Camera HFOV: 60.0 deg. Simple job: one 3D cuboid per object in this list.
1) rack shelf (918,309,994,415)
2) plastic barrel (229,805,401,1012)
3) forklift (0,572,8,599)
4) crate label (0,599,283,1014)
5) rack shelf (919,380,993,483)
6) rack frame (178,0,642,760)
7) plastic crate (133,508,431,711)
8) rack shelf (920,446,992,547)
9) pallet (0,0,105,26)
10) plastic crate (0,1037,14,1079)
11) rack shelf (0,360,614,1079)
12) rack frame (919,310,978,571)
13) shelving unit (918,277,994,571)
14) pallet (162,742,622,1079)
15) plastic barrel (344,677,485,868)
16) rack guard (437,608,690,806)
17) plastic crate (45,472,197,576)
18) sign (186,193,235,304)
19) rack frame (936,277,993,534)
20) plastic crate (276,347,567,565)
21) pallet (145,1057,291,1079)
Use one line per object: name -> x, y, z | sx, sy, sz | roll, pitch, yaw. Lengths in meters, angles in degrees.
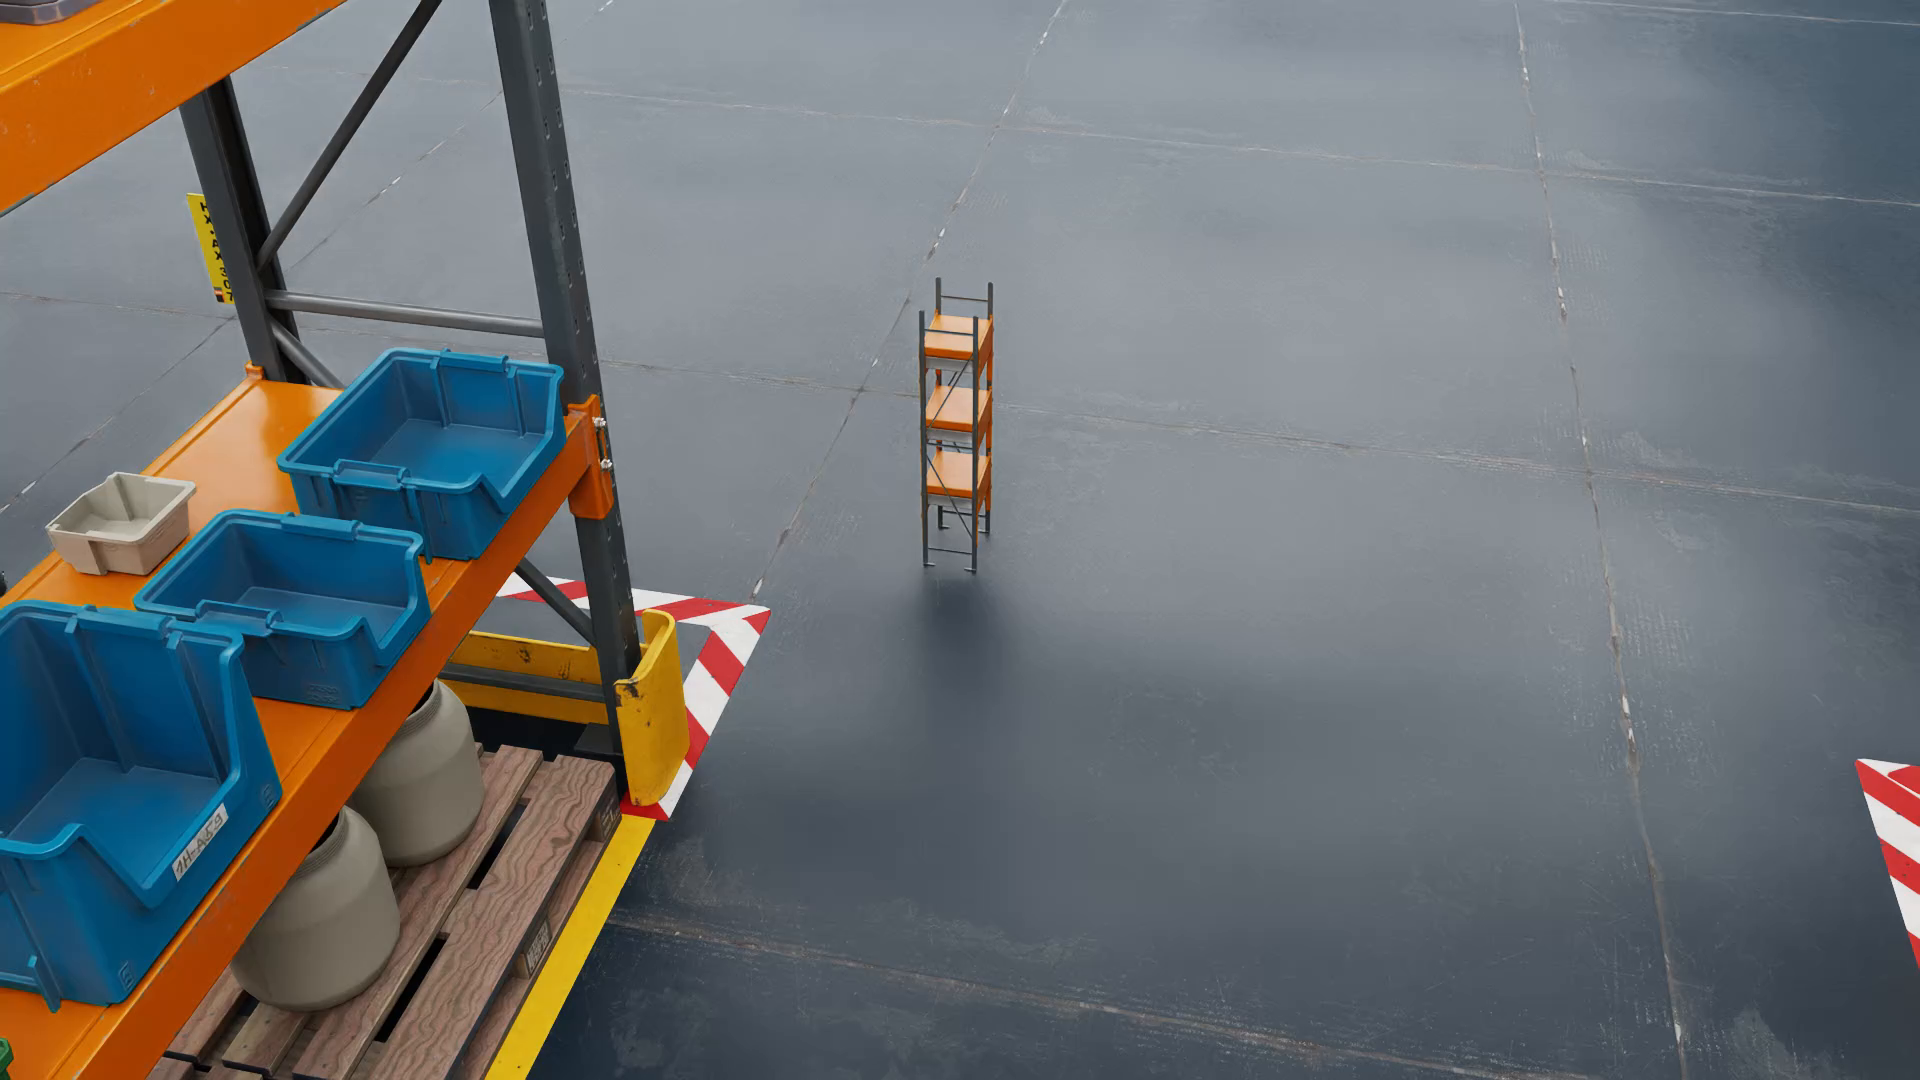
rack shelf -> -0.011, -0.616, 5.739 | 0.215, 0.259, 0.240 | 7, 37, 10
plastic barrel -> -1.665, 0.903, 4.210 | 0.421, 0.512, 0.421 | 0, 36, 0
forklift -> -4.096, -0.067, 3.845 | 1.130, 2.935, 3.031 | 10, 37, 13
crate label -> -1.621, 0.466, 3.021 | 0.502, 0.435, 0.616 | 7, 37, 10
rack shelf -> -0.011, -0.386, 5.906 | 0.215, 0.259, 0.240 | 7, 37, 10
rack frame -> -1.492, -0.609, 4.534 | 1.000, 3.000, 0.127 | 7, 37, 10
plastic crate -> -1.451, 0.148, 3.617 | 0.499, 0.251, 0.408 | 7, 37, 10
rack shelf -> -0.011, -0.161, 6.069 | 0.215, 0.259, 0.240 | 7, 37, 10
pallet -> -1.764, -1.285, 3.071 | 1.003, 0.211, 1.213 | 7, 37, 10
plastic crate -> -1.780, 1.028, 2.457 | 0.450, 0.188, 0.662 | 7, 37, 10
rack shelf -> -1.919, 0.829, 3.163 | 1.077, 0.370, 4.000 | 7, 37, 10
rack frame -> -0.038, -0.324, 5.803 | 0.200, 1.050, 0.008 | 7, 37, 10
shelving unit -> -0.011, -0.394, 5.900 | 0.215, 1.050, 0.252 | 7, 37, 10
pallet -> -1.641, 1.035, 4.642 | 1.003, 0.211, 1.213 | 7, 37, 10
plastic barrel -> -1.558, 0.616, 4.607 | 0.421, 0.512, 0.421 | 0, 36, 0
rack guard -> -1.462, 0.453, 5.199 | 1.175, 0.500, 0.348 | 7, 37, 10
plastic crate -> -1.997, -0.029, 3.959 | 0.298, 0.136, 0.250 | 7, 37, 10
sign -> -2.028, -0.792, 4.551 | 0.100, 0.325, 0.005 | 7, 37, 10
rack frame -> 0.015, -0.464, 5.996 | 0.200, 1.050, 0.008 | 7, 37, 10
plastic crate -> -1.306, -0.224, 4.130 | 0.499, 0.251, 0.616 | 7, 37, 10
pallet -> -1.904, 1.732, 3.680 | 1.003, 0.211, 1.213 | 7, 37, 10
